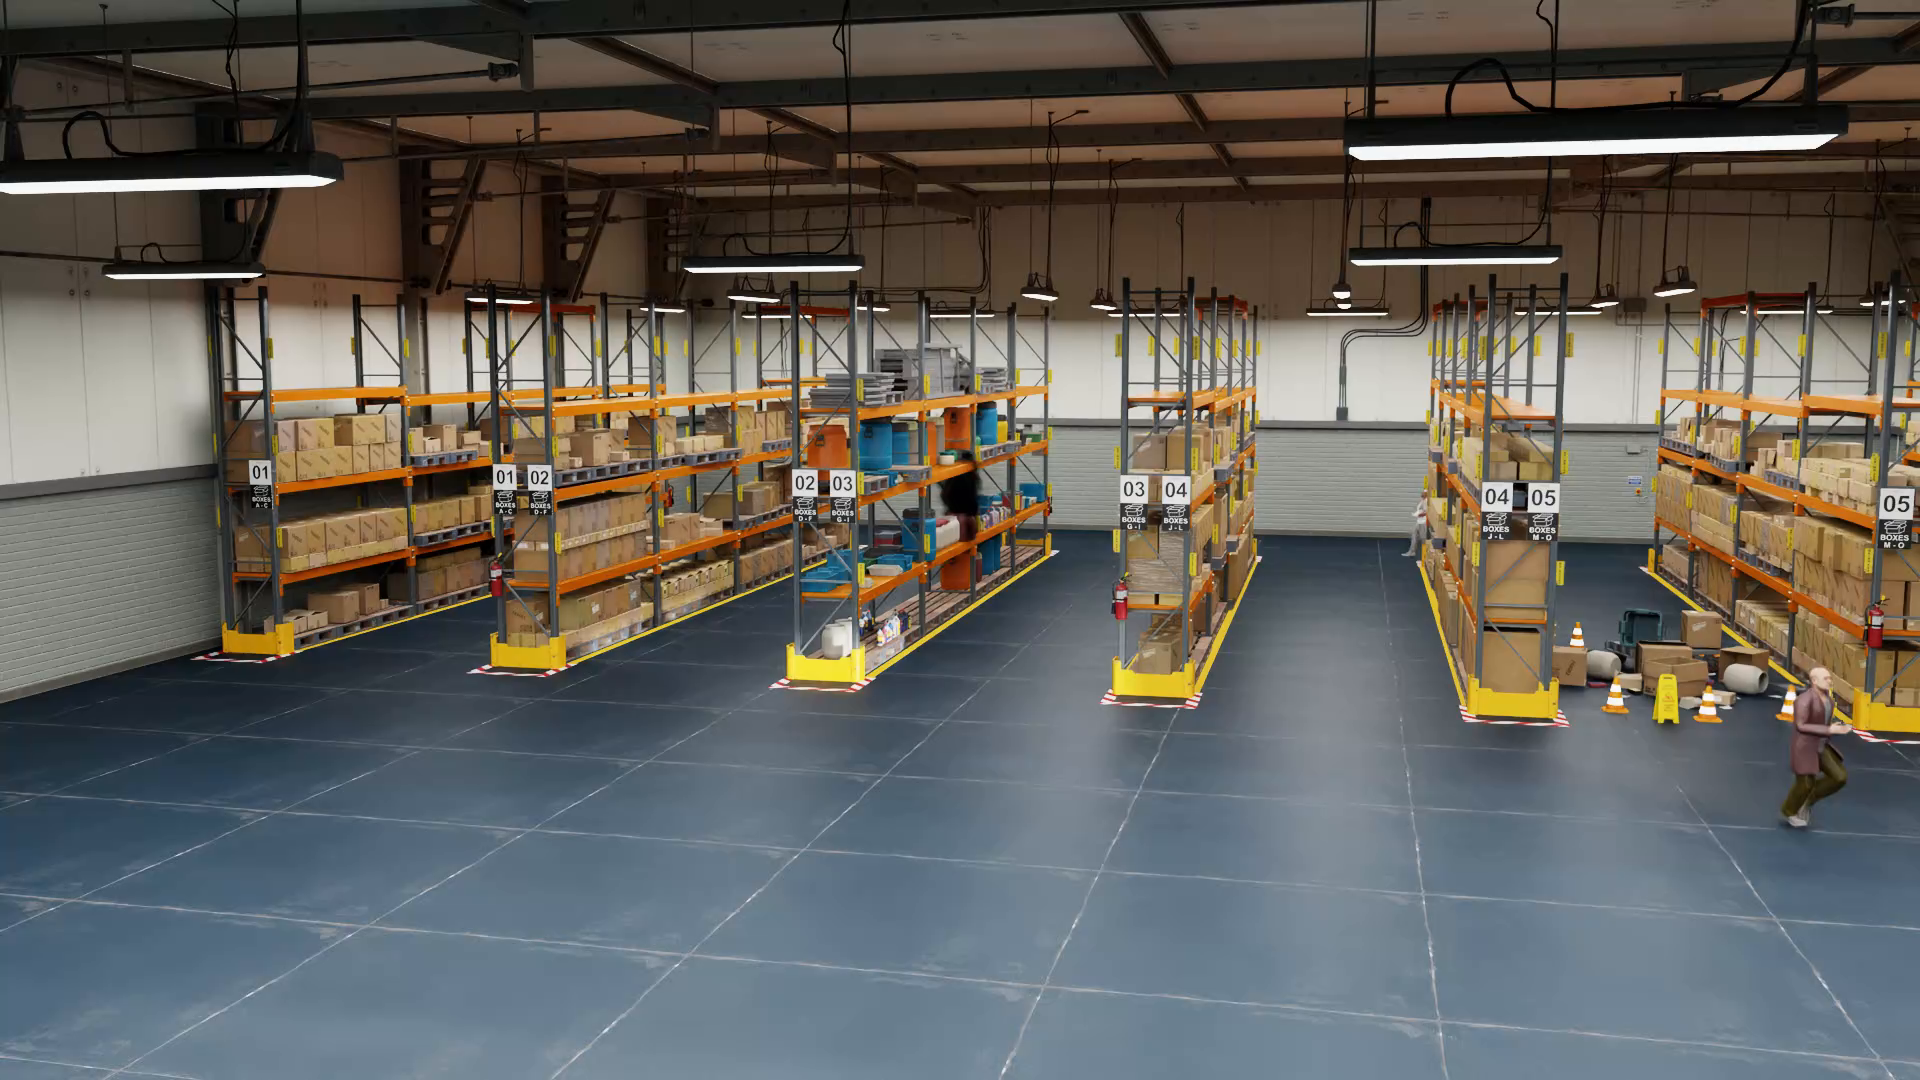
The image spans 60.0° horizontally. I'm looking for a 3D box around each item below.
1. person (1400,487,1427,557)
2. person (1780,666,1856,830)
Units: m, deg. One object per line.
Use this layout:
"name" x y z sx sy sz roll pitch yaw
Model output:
"person" 10.977 -0.417 39.612 0.934 1.718 0.715 3 7 22
"person" 8.880 2.151 17.199 0.755 1.737 0.833 -4 7 -29
